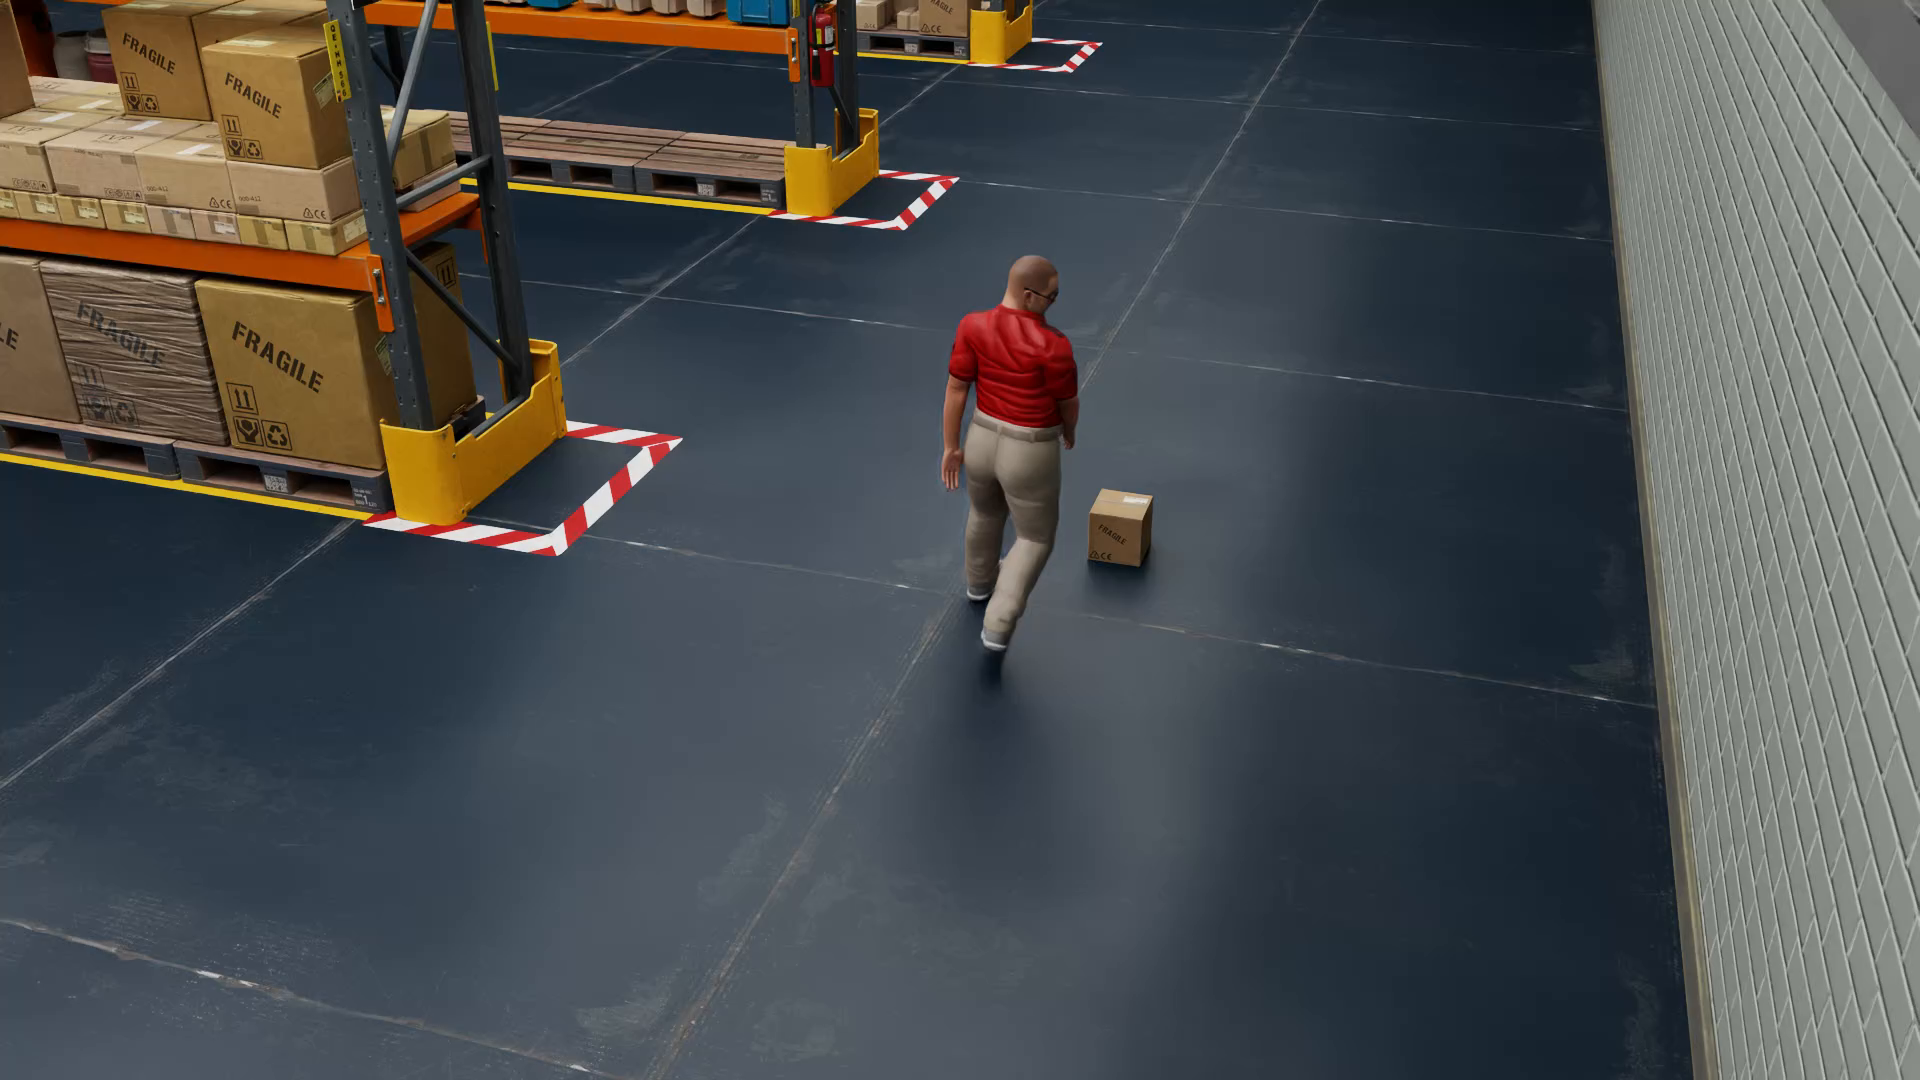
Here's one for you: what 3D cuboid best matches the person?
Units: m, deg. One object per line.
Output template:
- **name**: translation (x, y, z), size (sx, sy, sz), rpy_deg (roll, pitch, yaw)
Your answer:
- **person**: translation (0.199, -0.372, 6.820), size (0.592, 1.681, 0.816), rpy_deg (18, 34, 29)
